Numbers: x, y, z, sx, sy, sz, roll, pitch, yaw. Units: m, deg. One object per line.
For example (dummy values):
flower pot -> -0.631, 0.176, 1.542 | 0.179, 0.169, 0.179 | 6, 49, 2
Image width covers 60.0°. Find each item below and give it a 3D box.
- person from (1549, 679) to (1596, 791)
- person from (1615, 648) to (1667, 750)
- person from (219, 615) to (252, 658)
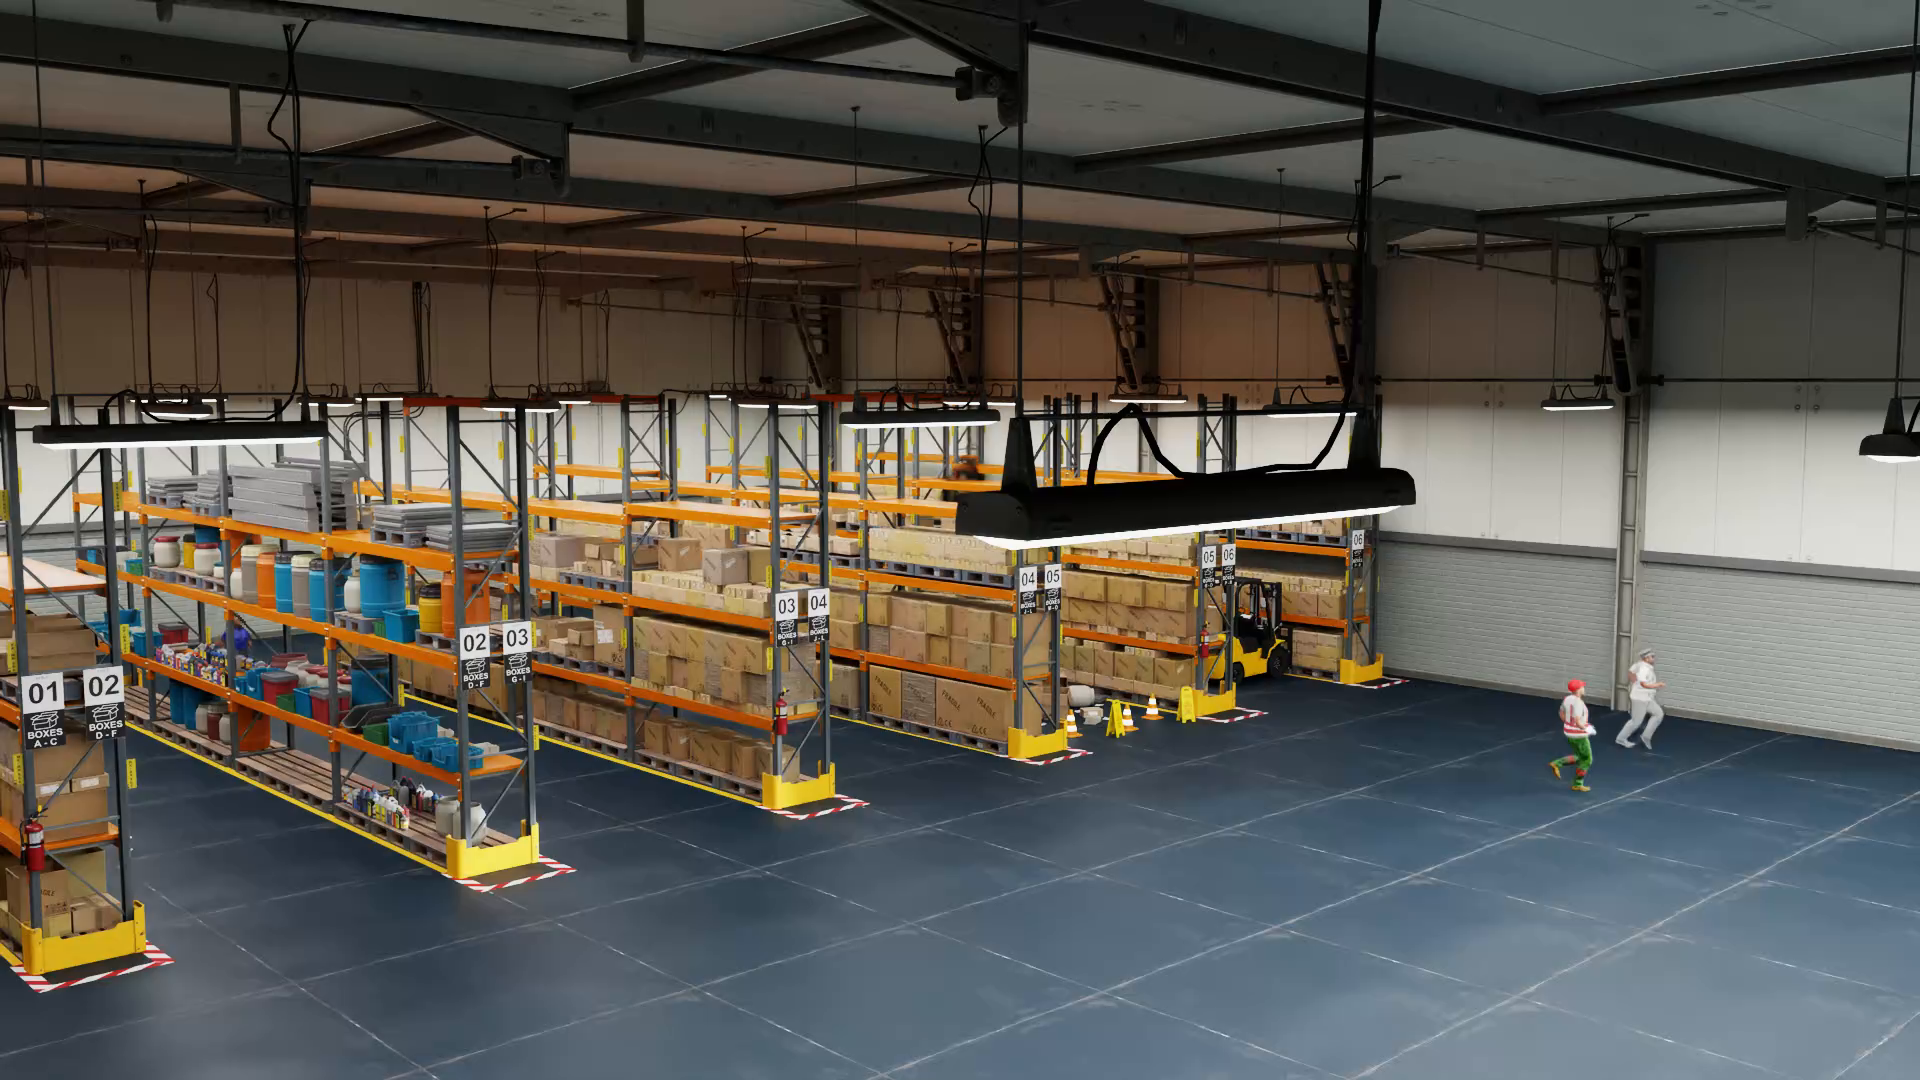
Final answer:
person -> 9.422, 3.000, 25.574 | 0.615, 1.745, 0.656 | 0, 6, -1
person -> 11.634, 2.726, 28.377 | 0.790, 1.815, 0.641 | 3, 6, 26
person -> -14.342, 2.310, 33.132 | 0.639, 1.621, 0.557 | 3, 6, 30
